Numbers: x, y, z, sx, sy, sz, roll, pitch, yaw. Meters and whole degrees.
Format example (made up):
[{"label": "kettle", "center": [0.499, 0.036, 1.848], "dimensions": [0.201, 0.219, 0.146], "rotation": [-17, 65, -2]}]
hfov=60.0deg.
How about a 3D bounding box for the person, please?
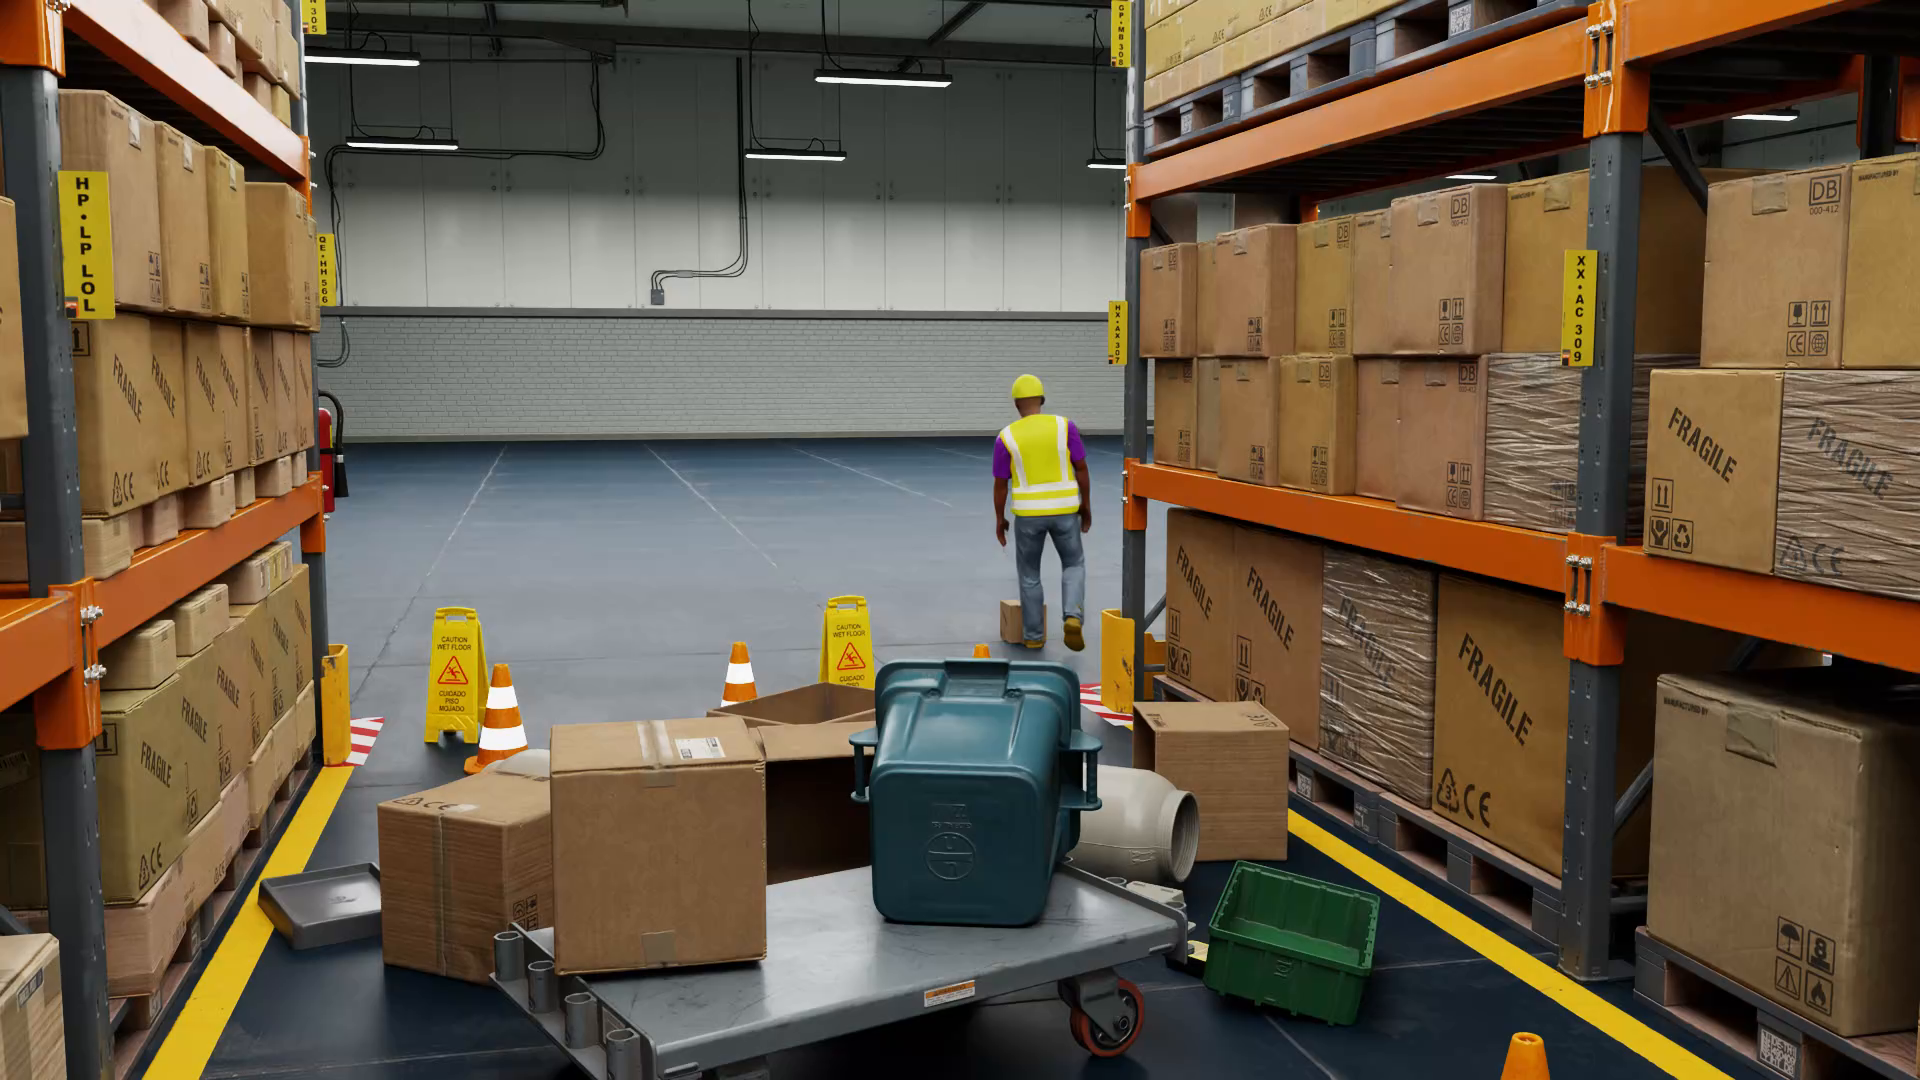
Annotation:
[{"label": "person", "center": [0.500, -0.164, 10.473], "dimensions": [0.607, 1.755, 0.674], "rotation": [-1, 6, -7]}]
